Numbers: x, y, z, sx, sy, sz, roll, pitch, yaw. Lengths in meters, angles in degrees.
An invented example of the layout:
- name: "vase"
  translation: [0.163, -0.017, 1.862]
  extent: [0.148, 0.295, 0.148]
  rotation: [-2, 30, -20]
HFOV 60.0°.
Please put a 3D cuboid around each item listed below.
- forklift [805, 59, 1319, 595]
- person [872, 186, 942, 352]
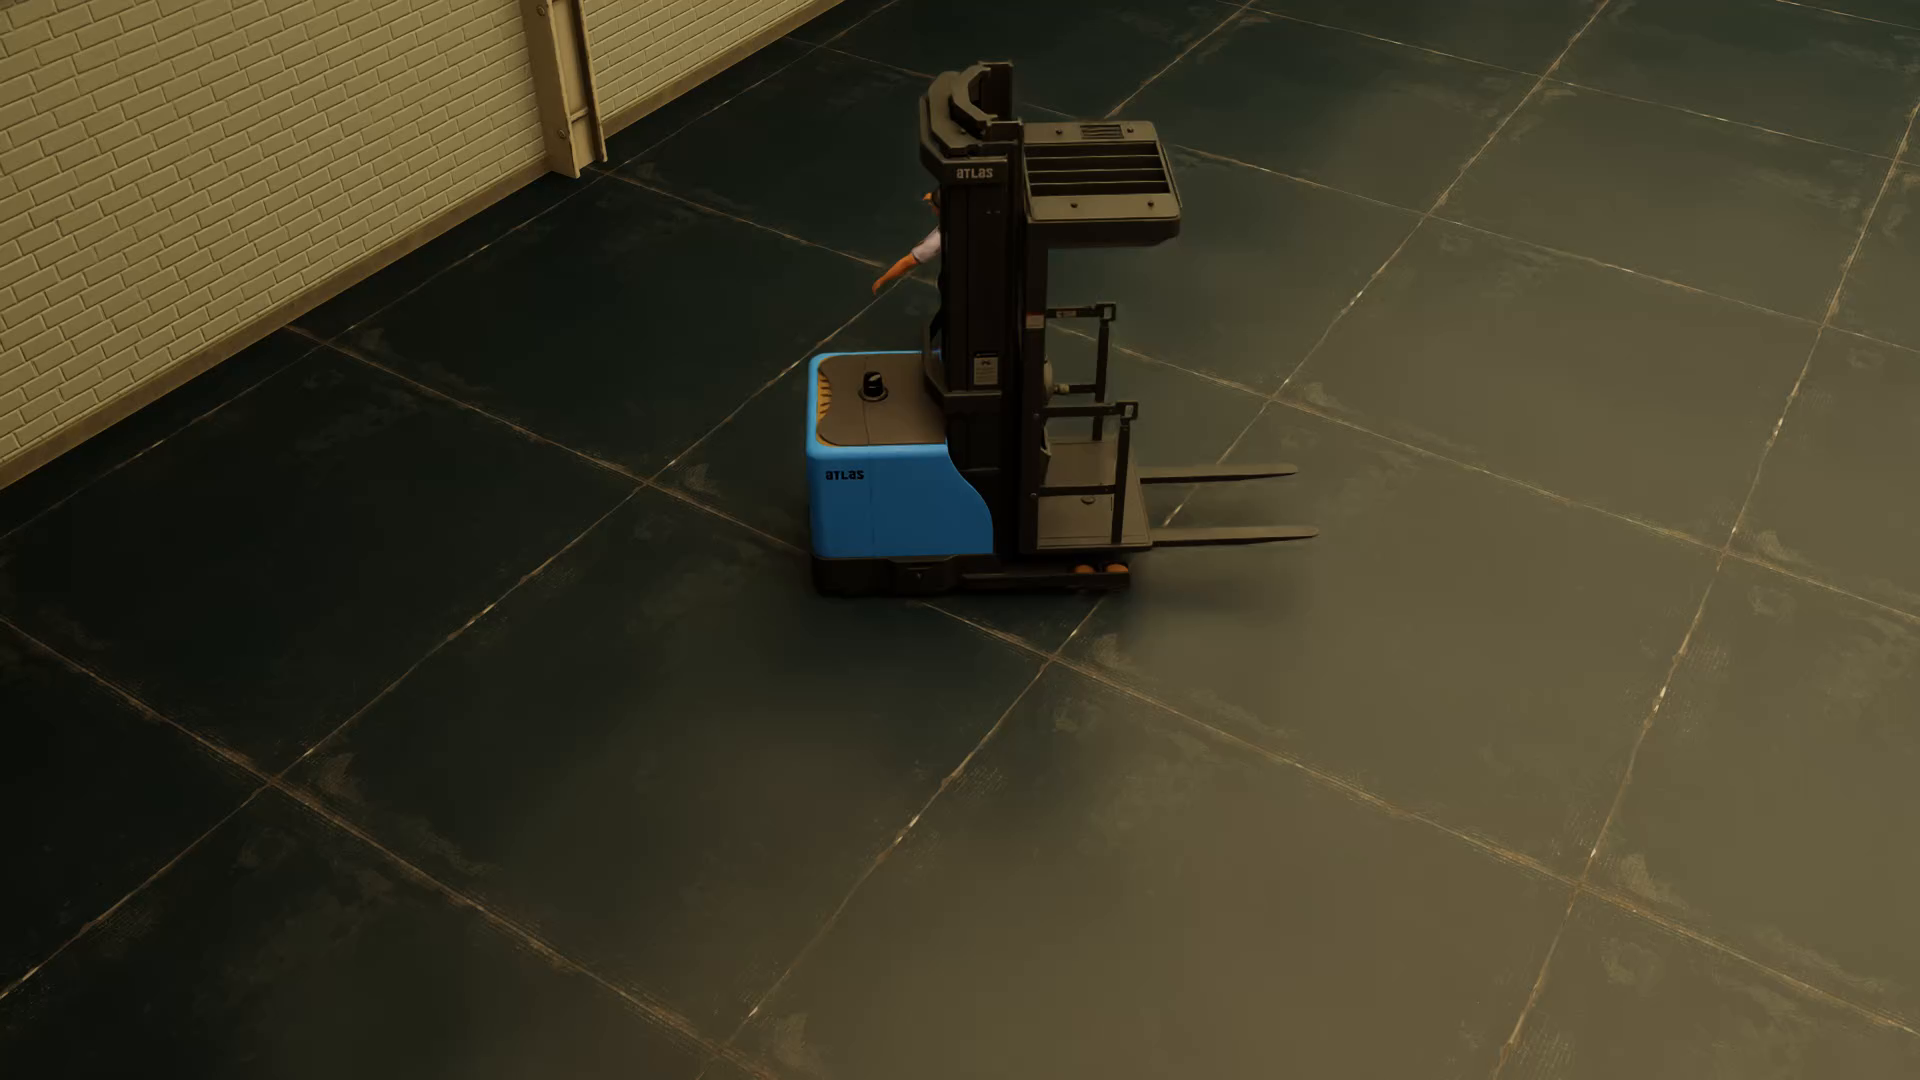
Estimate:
- name: "forklift"
  translation: [0.618, -1.149, 9.323]
  extent: [3.031, 2.935, 1.130]
  rotation: [-2, 40, -2]
- name: "person"
  translation: [-0.121, -1.819, 11.350]
  extent: [0.764, 1.401, 0.942]
  rotation: [14, 42, 15]
